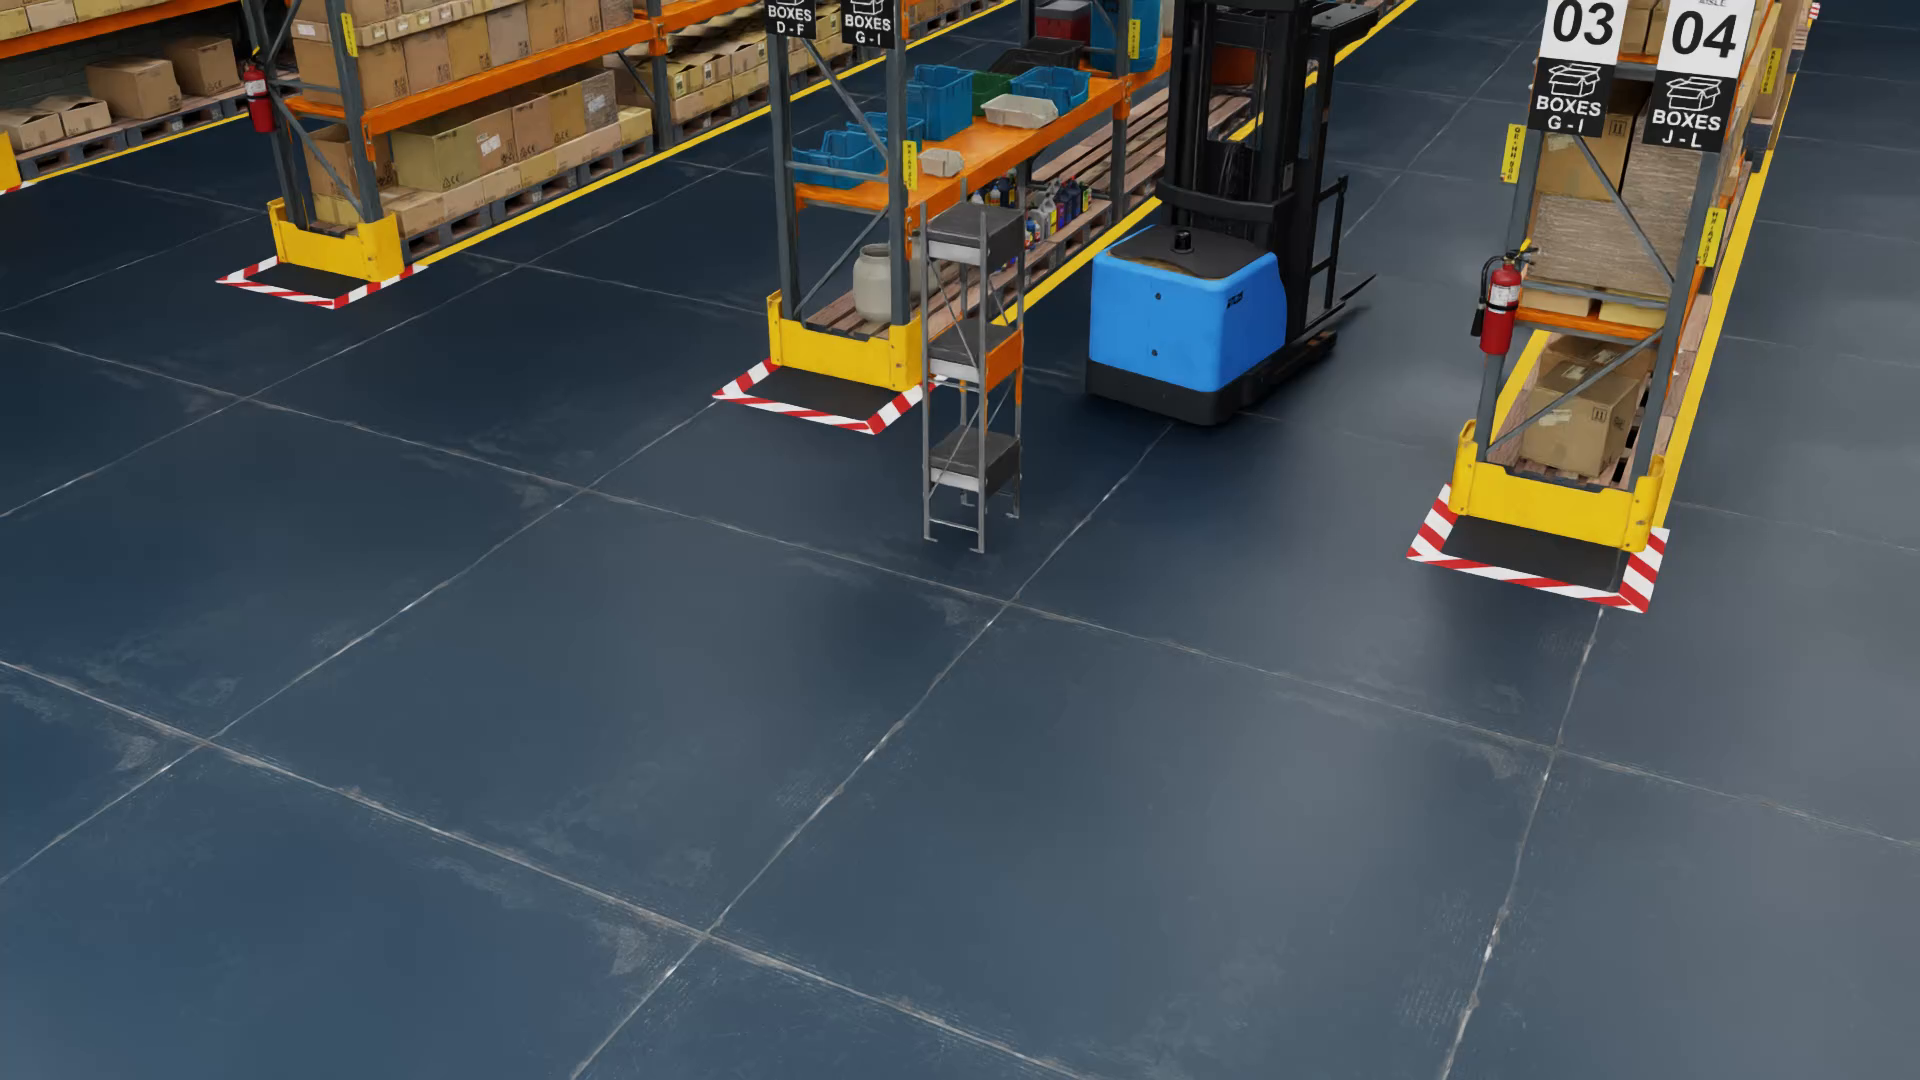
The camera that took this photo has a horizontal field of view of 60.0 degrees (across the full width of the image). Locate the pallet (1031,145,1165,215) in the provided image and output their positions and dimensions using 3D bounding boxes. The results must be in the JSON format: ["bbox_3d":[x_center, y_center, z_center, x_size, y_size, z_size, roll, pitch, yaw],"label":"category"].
[{"bbox_3d":[1.323,-3.435,15.809,1.003,0.211,1.213,14,33,23],"label":"pallet"}]

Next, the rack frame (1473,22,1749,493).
[{"bbox_3d":[3.587,-1.390,9.449,1.000,3.000,0.127,14,33,23],"label":"rack frame"}]

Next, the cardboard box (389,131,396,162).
[{"bbox_3d":[-4.808,-3.706,15.068,0.500,0.500,0.500,14,33,23],"label":"cardboard box"}]

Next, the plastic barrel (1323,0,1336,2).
[{"bbox_3d":[4.382,-6.868,20.674,0.600,0.901,0.708,14,33,23],"label":"plastic barrel"}]

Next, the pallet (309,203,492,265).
[{"bbox_3d":[-4.919,-2.778,14.666,1.003,0.211,1.213,14,33,23],"label":"pallet"}]

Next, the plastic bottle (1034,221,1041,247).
[{"bbox_3d":[0.622,-2.555,13.846,0.097,0.201,0.097,0,30,0],"label":"plastic bottle"}]

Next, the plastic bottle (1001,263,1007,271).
[{"bbox_3d":[0.328,-2.270,13.349,0.097,0.201,0.097,0,30,0],"label":"plastic bottle"}]

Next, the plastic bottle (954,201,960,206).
[{"bbox_3d":[-0.017,-2.793,14.110,0.144,0.351,0.185,14,33,23],"label":"plastic bottle"}]

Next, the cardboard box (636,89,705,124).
[{"bbox_3d":[-3.003,-4.524,17.247,0.500,0.250,0.500,13,33,22],"label":"cardboard box"}]

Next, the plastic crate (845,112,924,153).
[{"bbox_3d":[-0.559,-3.025,12.446,0.499,0.251,0.408,14,33,23],"label":"plastic crate"}]

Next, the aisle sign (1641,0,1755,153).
[{"bbox_3d":[3.826,-2.422,8.635,0.394,0.787,0.004,14,33,23],"label":"aisle sign"}]

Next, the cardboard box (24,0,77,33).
[{"bbox_3d":[-8.913,-5.082,16.009,0.500,0.250,0.500,13,32,22],"label":"cardboard box"}]

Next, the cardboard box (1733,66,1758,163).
[{"bbox_3d":[4.541,-2.620,10.187,0.500,0.500,0.500,14,33,23],"label":"cardboard box"}]

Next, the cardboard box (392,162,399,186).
[{"bbox_3d":[-5.032,-3.158,14.867,0.500,0.250,0.500,14,33,23],"label":"cardboard box"}]

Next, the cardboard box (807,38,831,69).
[{"bbox_3d":[-1.840,-5.657,19.219,0.500,0.250,0.500,14,33,23],"label":"cardboard box"}]

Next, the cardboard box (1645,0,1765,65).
[{"bbox_3d":[4.037,-2.781,9.009,0.500,0.250,0.500,15,33,25],"label":"cardboard box"}]

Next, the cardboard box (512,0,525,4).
[{"bbox_3d":[-4.039,-4.887,14.786,0.380,0.149,0.250,15,33,25],"label":"cardboard box"}]

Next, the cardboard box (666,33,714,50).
[{"bbox_3d":[-3.018,-5.342,18.108,0.500,0.311,0.500,14,33,23],"label":"cardboard box"}]

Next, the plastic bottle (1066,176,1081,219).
[{"bbox_3d":[0.963,-2.978,14.432,0.144,0.351,0.185,13,32,22],"label":"plastic bottle"}]

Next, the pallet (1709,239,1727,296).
[{"bbox_3d":[5.763,-2.299,13.833,1.003,0.211,1.213,14,33,23],"label":"pallet"}]

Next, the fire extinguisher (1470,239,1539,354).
[{"bbox_3d":[3.125,-1.410,9.562,0.296,0.674,0.183,14,33,23],"label":"fire extinguisher"}]

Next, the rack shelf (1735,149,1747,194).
[{"bbox_3d":[6.320,-3.738,14.260,1.077,0.370,4.000,14,33,23],"label":"rack shelf"}]

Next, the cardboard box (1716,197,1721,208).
[{"bbox_3d":[4.877,-2.231,11.165,0.380,0.149,0.250,14,33,23],"label":"cardboard box"}]

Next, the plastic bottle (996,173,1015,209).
[{"bbox_3d":[0.391,-3.032,14.527,0.144,0.351,0.185,14,33,23],"label":"plastic bottle"}]

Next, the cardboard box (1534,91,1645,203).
[{"bbox_3d":[3.618,-2.296,9.623,0.500,0.500,0.500,14,33,23],"label":"cardboard box"}]

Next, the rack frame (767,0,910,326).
[{"bbox_3d":[-0.822,-2.514,11.405,1.000,3.000,0.127,14,33,23],"label":"rack frame"}]

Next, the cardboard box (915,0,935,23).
[{"bbox_3d":[-0.657,-6.884,21.084,0.500,0.500,0.500,14,33,23],"label":"cardboard box"}]

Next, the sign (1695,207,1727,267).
[{"bbox_3d":[4.070,-1.642,9.019,0.100,0.325,0.005,14,33,23],"label":"sign"}]

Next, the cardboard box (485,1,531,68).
[{"bbox_3d":[-4.303,-4.573,14.892,0.700,0.500,0.500,15,33,25],"label":"cardboard box"}]

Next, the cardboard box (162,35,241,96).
[{"bbox_3d":[-8.256,-5.172,18.103,0.500,0.500,0.500,12,32,20],"label":"cardboard box"}]

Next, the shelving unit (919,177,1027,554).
[{"bbox_3d":[0.075,-0.984,9.645,0.431,2.100,0.503,14,33,23],"label":"shelving unit"}]

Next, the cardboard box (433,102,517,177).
[{"bbox_3d":[-4.345,-3.588,14.862,0.500,0.500,0.500,14,33,23],"label":"cardboard box"}]

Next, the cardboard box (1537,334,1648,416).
[{"bbox_3d":[4.128,-1.034,10.917,0.500,0.500,0.500,24,38,36],"label":"cardboard box"}]

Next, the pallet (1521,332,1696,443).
[{"bbox_3d":[4.580,-1.105,11.753,1.003,0.211,1.213,14,33,23],"label":"pallet"}]

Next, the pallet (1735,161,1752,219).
[{"bbox_3d":[6.874,-3.381,15.716,1.003,0.211,1.213,14,33,23],"label":"pallet"}]

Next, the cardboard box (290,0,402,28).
[{"bbox_3d":[-4.982,-4.472,13.413,0.700,0.500,0.500,14,33,23],"label":"cardboard box"}]

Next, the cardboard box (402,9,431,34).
[{"bbox_3d":[-4.627,-4.317,13.793,0.380,0.149,0.250,14,33,23],"label":"cardboard box"}]

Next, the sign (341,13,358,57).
[{"bbox_3d":[-4.739,-3.920,12.906,0.100,0.325,0.005,14,33,23],"label":"sign"}]

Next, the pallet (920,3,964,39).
[{"bbox_3d":[-0.655,-6.837,21.735,1.003,0.211,1.213,14,33,23],"label":"pallet"}]

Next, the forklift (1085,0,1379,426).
[{"bbox_3d":[2.169,-2.721,11.835,1.130,2.935,3.031,20,36,31],"label":"forklift"}]

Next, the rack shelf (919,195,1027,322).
[{"bbox_3d":[0.075,-1.579,9.304,0.431,0.518,0.480,14,33,23],"label":"rack shelf"}]

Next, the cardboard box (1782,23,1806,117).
[{"bbox_3d":[7.977,-4.892,17.259,1.225,0.875,0.875,14,33,23],"label":"cardboard box"}]

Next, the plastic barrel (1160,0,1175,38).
[{"bbox_3d":[1.965,-5.045,15.678,0.433,0.535,0.433,0,30,0],"label":"plastic barrel"}]

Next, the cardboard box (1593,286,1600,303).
[{"bbox_3d":[3.648,-1.565,10.006,0.380,0.149,0.250,14,33,23],"label":"cardboard box"}]

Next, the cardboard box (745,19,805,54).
[{"bbox_3d":[-2.068,-5.675,18.687,0.500,0.311,0.500,14,33,23],"label":"cardboard box"}]

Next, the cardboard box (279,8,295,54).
[{"bbox_3d":[-7.499,-5.971,19.495,0.700,0.500,0.500,15,33,25],"label":"cardboard box"}]

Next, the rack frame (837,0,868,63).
[{"bbox_3d":[-1.586,-7.185,19.541,1.000,3.000,0.127,14,33,23],"label":"rack frame"}]

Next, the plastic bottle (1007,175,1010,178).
[{"bbox_3d":[0.418,-3.177,14.929,0.097,0.201,0.097,0,30,0],"label":"plastic bottle"}]

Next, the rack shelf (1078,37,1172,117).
[{"bbox_3d":[1.911,-4.861,16.216,1.077,0.370,4.000,14,33,23],"label":"rack shelf"}]

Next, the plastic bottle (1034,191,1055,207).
[{"bbox_3d":[0.733,-2.883,14.342,0.152,0.276,0.135,14,33,23],"label":"plastic bottle"}]

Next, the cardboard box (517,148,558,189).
[{"bbox_3d":[-4.103,-3.480,15.429,0.500,0.250,0.500,14,33,23],"label":"cardboard box"}]
